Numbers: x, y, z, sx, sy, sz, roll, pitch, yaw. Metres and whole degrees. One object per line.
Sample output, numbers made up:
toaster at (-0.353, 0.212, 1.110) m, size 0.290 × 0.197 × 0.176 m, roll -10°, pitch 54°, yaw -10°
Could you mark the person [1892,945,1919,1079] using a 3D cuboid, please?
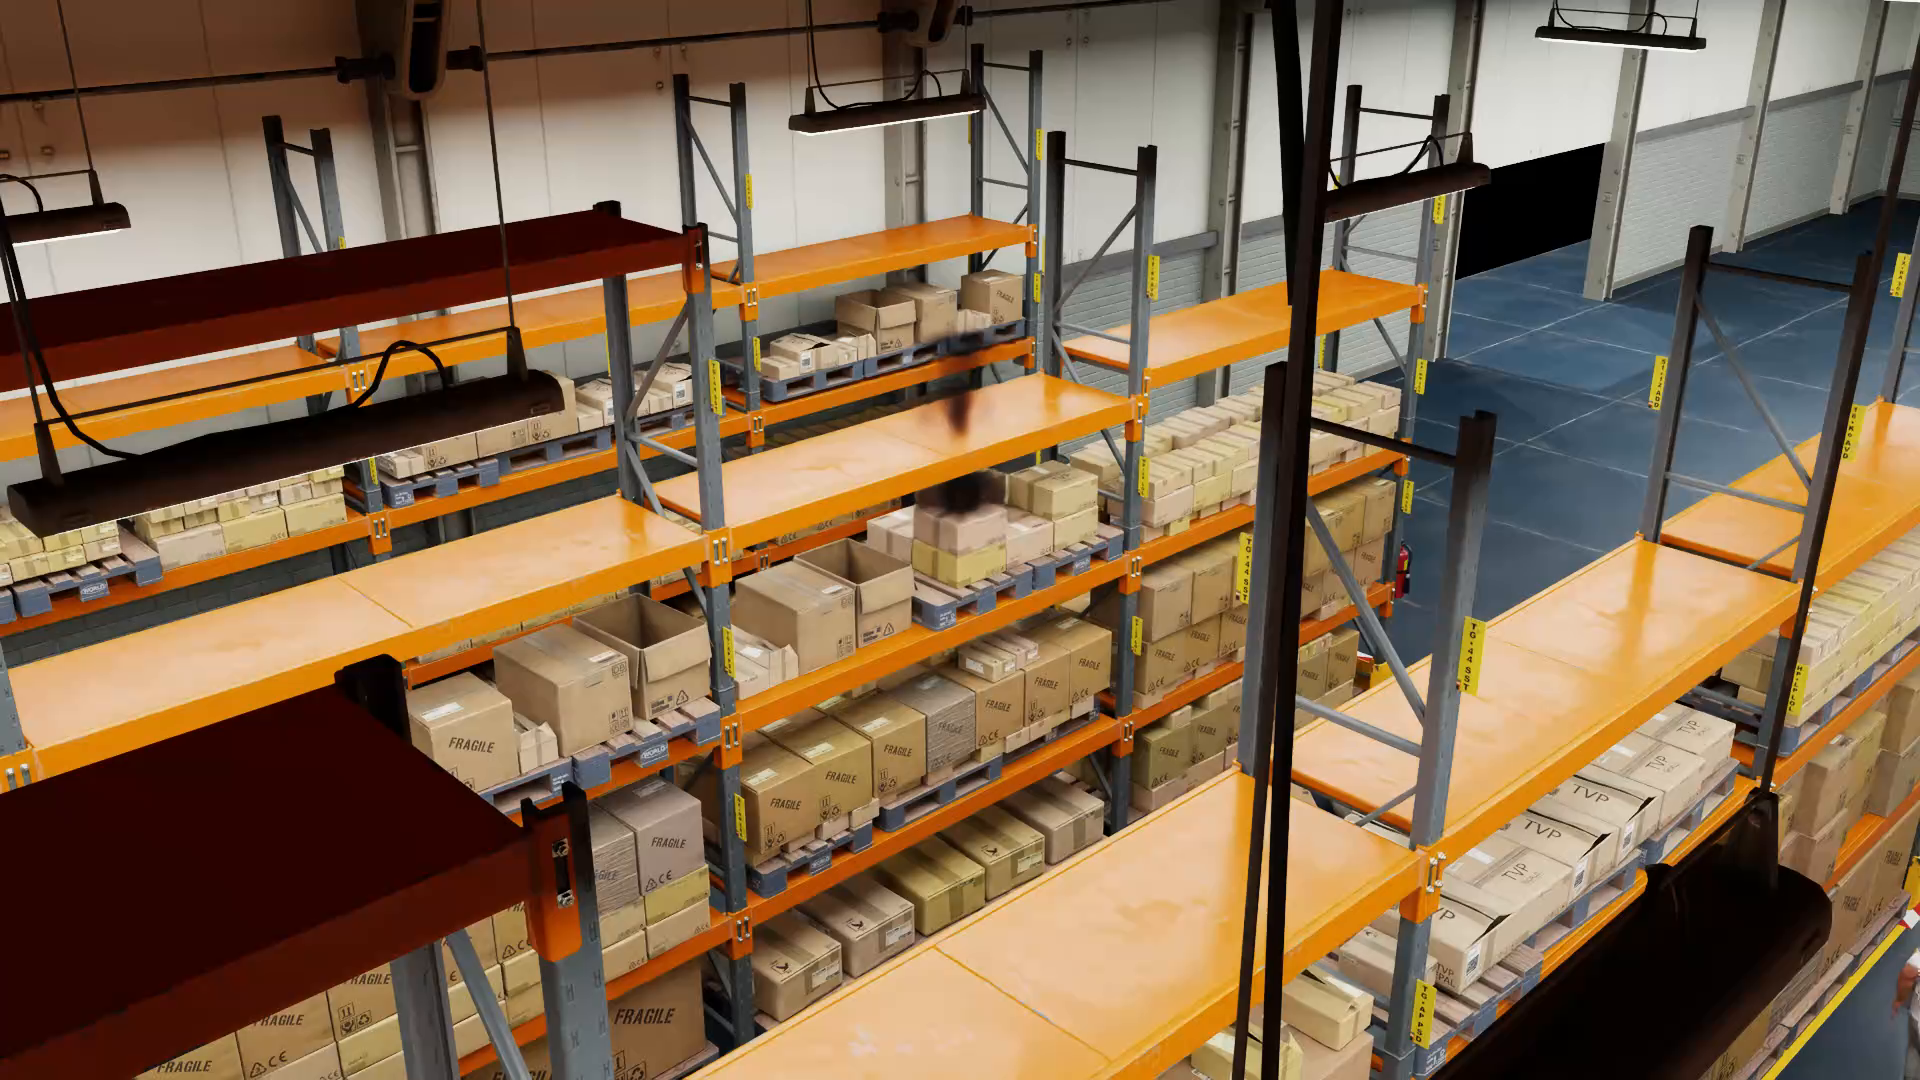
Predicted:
person at (6.424, 3.168, 10.836) m, size 0.641 × 1.816 × 0.915 m, roll 16°, pitch 27°, yaw 34°
